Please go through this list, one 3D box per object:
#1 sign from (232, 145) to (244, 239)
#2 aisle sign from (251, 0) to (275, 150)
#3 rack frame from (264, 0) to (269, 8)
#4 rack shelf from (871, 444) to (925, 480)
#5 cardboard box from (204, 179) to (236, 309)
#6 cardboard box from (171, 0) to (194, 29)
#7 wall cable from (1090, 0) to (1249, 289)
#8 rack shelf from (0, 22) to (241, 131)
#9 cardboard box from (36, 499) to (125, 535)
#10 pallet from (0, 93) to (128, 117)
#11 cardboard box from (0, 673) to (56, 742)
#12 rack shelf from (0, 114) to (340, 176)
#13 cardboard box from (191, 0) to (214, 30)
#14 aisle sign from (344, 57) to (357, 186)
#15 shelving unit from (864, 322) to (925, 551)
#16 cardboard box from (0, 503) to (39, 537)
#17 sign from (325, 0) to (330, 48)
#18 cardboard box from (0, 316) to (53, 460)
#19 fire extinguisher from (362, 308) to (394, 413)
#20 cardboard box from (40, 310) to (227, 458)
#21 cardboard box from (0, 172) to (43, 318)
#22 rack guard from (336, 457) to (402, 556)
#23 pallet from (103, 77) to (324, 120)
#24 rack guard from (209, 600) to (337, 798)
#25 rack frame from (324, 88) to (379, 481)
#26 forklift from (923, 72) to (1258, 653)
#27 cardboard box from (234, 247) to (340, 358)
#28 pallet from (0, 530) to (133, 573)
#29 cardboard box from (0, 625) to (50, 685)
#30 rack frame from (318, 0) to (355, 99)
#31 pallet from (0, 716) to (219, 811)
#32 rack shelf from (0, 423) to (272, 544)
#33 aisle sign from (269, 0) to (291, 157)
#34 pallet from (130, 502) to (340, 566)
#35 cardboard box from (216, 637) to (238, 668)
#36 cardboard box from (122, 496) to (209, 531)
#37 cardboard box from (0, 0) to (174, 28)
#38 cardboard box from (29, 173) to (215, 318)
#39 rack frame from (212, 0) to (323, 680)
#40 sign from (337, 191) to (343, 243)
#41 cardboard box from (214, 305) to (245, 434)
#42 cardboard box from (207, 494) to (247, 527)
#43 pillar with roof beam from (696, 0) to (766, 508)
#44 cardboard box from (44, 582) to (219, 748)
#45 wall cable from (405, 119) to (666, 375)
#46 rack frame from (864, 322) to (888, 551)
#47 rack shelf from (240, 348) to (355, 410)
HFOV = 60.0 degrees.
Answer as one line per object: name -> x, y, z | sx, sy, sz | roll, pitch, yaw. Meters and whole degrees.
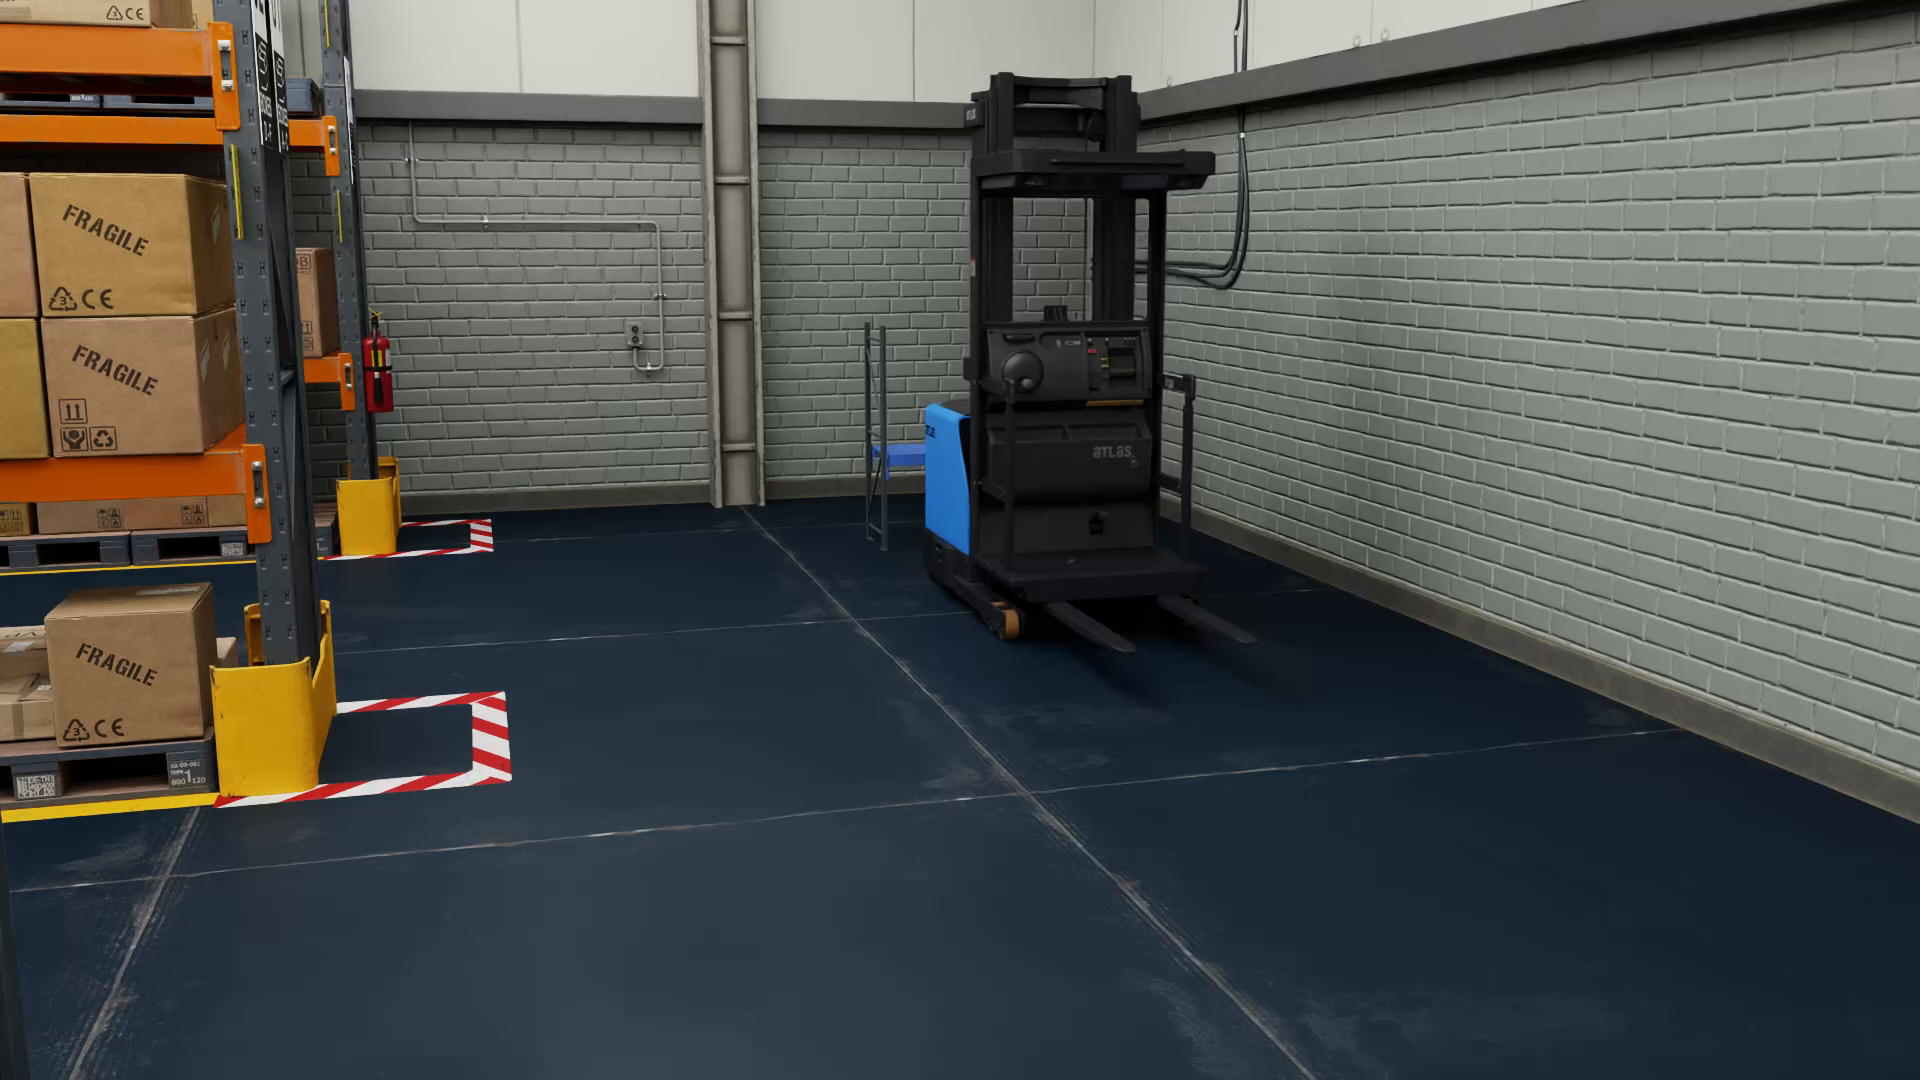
sign -> -2.579, -1.242, 5.937 | 0.005, 0.325, 0.100 | -3, 11, -16
aisle sign -> -2.564, -1.843, 6.094 | 0.004, 0.787, 0.394 | -3, 11, -16
rack frame -> -2.715, -3.565, 6.057 | 0.127, 3.000, 1.000 | -3, 11, -16
rack shelf -> -0.082, -0.556, 11.420 | 1.000, 0.185, 0.538 | -3, 11, -16
cardboard box -> -3.214, -1.179, 6.628 | 0.500, 0.500, 0.500 | -3, 11, -14
cardboard box -> -3.279, -2.034, 6.441 | 0.500, 0.250, 0.500 | -3, 11, -16
wall cable -> 1.428, -3.123, 12.232 | 0.112, 2.526, 3.097 | -3, 11, -16
rack shelf -> -4.635, -1.635, 5.844 | 4.000, 0.370, 1.077 | -3, 11, -16
cardboard box -> -5.710, -0.349, 10.902 | 0.500, 0.500, 0.700 | -3, 11, -18
pallet -> -5.986, -2.805, 10.460 | 1.213, 0.211, 1.003 | -3, 11, -16
cardboard box -> -3.582, 0.638, 6.408 | 0.250, 0.166, 0.380 | -3, 11, -16
rack shelf -> -6.023, -2.496, 10.521 | 4.000, 0.370, 1.077 | -3, 11, -16
cardboard box -> -4.729, -3.417, 10.445 | 0.500, 0.500, 0.500 | -3, 11, -16
aisle sign -> -3.950, -2.706, 10.778 | 0.004, 0.787, 0.394 | -3, 11, -16
shelving unit -> -0.082, -0.733, 11.387 | 1.048, 1.500, 0.538 | -3, 11, -16
cardboard box -> -6.220, -0.321, 10.748 | 0.500, 0.500, 0.700 | -3, 11, -15
sign -> -3.965, -3.252, 10.416 | 0.005, 0.325, 0.100 | -3, 11, -16
cardboard box -> -3.566, -0.567, 6.065 | 0.500, 0.500, 0.500 | -3, 11, -15
fire extinguisher -> -3.829, -1.182, 10.923 | 0.183, 0.674, 0.296 | -3, 11, -16
cardboard box -> -3.069, -0.594, 6.211 | 0.500, 0.500, 0.500 | -3, 11, -14
cardboard box -> -3.550, -1.059, 5.979 | 0.500, 0.500, 0.500 | -3, 11, -14
rack guard -> -4.080, -0.247, 11.510 | 0.348, 0.500, 1.175 | -3, 11, -16
pallet -> -4.812, -2.868, 10.799 | 1.213, 0.211, 1.003 | -3, 11, -16
rack guard -> -2.788, 0.619, 6.806 | 0.348, 0.500, 1.175 | -3, 11, -16
rack frame -> -4.103, -1.476, 11.277 | 0.127, 3.000, 1.000 | -3, 11, -16
forklift -> 0.658, -0.994, 8.852 | 1.130, 2.935, 3.031 | -3, 11, -15
cardboard box -> -4.590, -1.596, 11.100 | 0.700, 0.700, 0.980 | -3, 11, -13
pallet -> -6.018, 0.011, 10.904 | 1.213, 0.211, 1.003 | -3, 11, -16
cardboard box -> -3.796, 0.525, 6.790 | 0.500, 0.250, 0.500 | -3, 11, -16
rack frame -> -4.103, -4.426, 10.734 | 0.127, 3.000, 1.000 | -3, 11, -16
pallet -> -3.553, 0.801, 6.612 | 1.213, 0.211, 1.003 | -3, 11, -16
rack shelf -> -4.635, -0.160, 6.115 | 4.000, 0.370, 1.077 | -3, 11, -16
aisle sign -> -2.731, -1.948, 6.661 | 0.004, 0.787, 0.394 | -3, 11, -16
pallet -> -4.849, -0.050, 11.236 | 1.213, 0.211, 1.003 | -3, 11, -16
cardboard box -> -3.213, 0.533, 7.028 | 0.250, 0.149, 0.380 | -3, 11, -16
cardboard box -> -5.227, -0.375, 11.041 | 0.500, 0.500, 0.700 | -3, 11, -16
cardboard box -> -3.134, -1.944, 5.952 | 0.500, 0.250, 0.500 | -3, 11, -16
cardboard box -> -3.065, -1.085, 6.119 | 0.500, 0.500, 0.500 | -3, 11, -16
rack frame -> -2.715, -0.615, 6.600 | 0.127, 3.000, 1.000 | -3, 11, -16
sign -> -3.965, -2.066, 10.634 | 0.005, 0.325, 0.100 | -3, 11, -16
cardboard box -> -3.214, -0.687, 6.718 | 0.500, 0.500, 0.500 | -3, 11, -15
cardboard box -> -4.747, -0.400, 11.178 | 0.500, 0.500, 0.700 | -3, 11, -16
pillar with roof beam -> -0.549, -3.965, 8.227 | 0.400, 9.000, 9.100 | -3, 11, -16
cardboard box -> -3.168, 0.469, 6.405 | 0.500, 0.500, 0.500 | -3, 11, -16
wall cable -> -3.138, -2.204, 12.430 | 1.851, 1.984, 0.084 | -3, 11, -16
rack frame -> -0.570, -0.708, 11.248 | 0.032, 1.500, 0.500 | -3, 11, -16
rack shelf -> -6.023, -1.021, 10.792 | 4.000, 0.370, 1.077 | -3, 11, -16
